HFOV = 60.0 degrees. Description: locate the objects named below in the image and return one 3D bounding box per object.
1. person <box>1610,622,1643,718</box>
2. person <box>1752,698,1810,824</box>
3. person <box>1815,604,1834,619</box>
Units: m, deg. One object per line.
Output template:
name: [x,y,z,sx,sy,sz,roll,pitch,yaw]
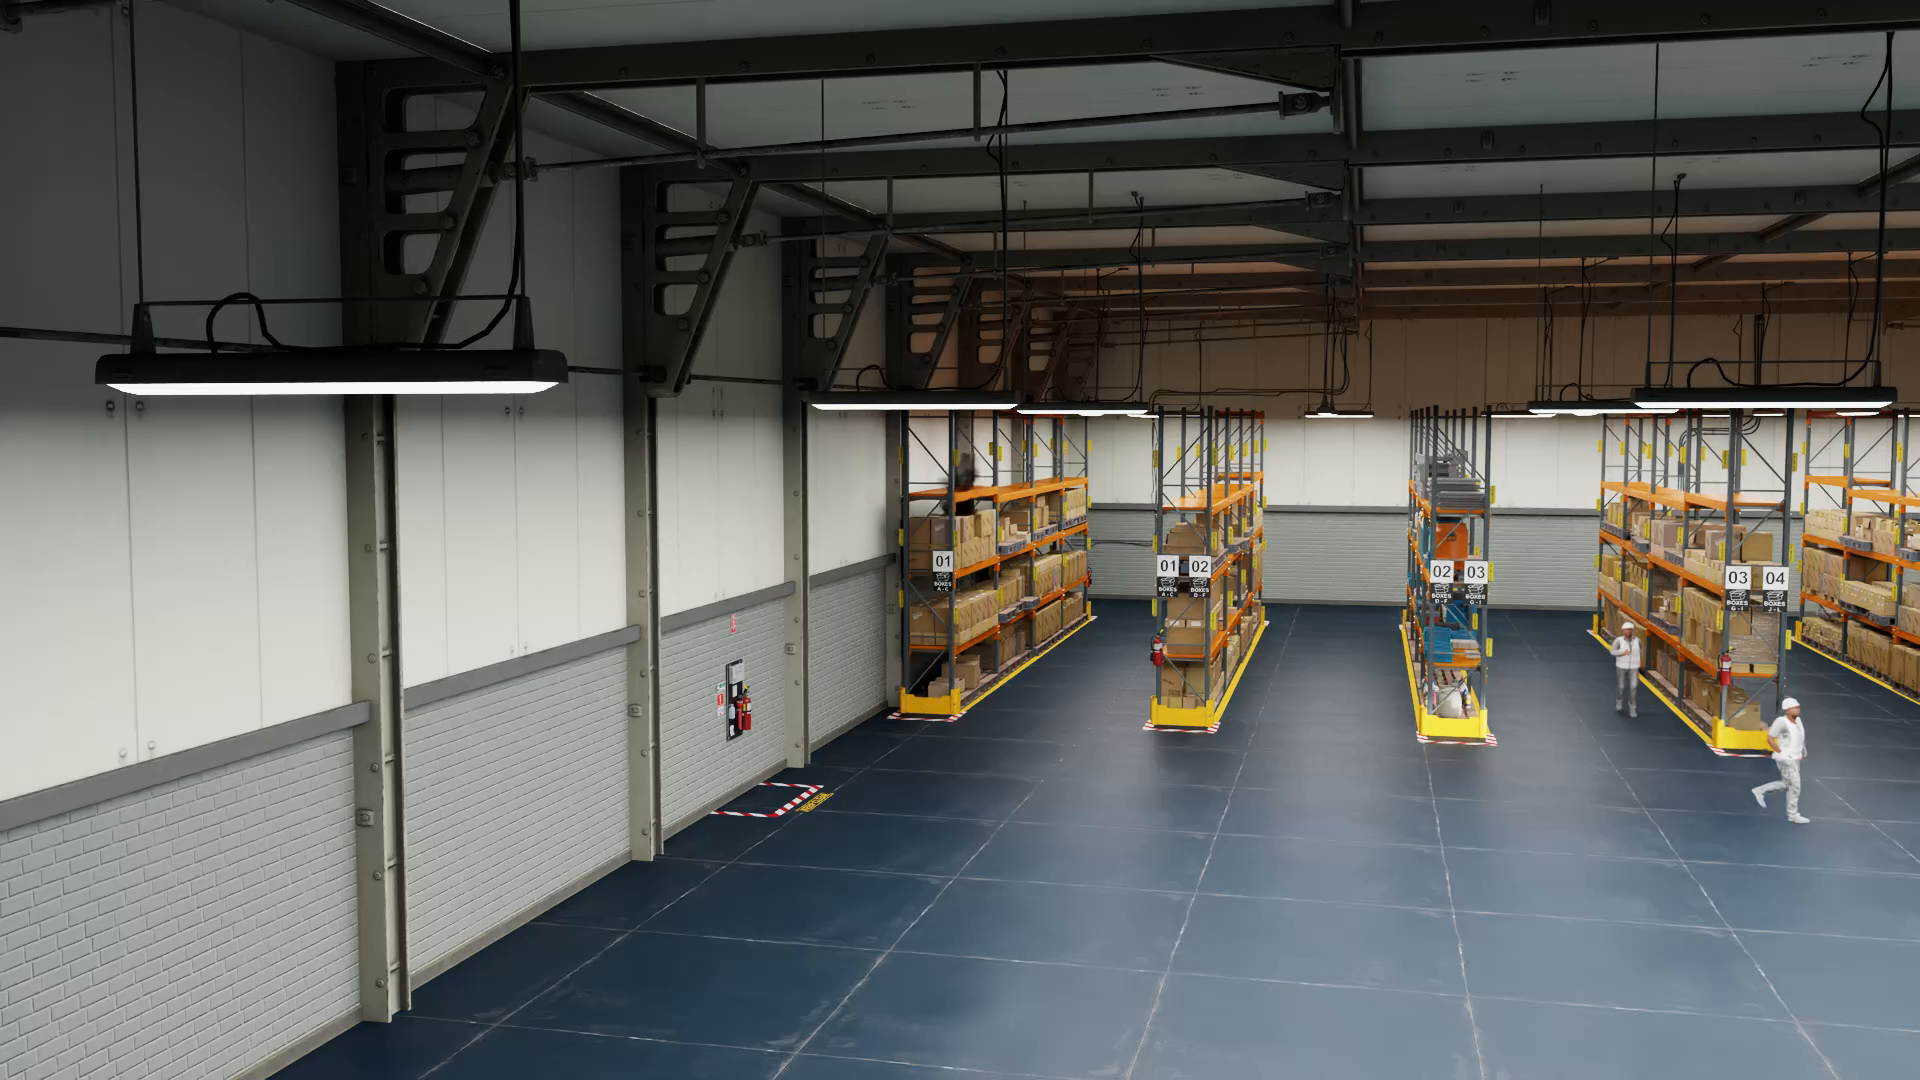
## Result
person: [12.984,2.503,32.388,0.658,1.828,0.828,1,4,12]
person: [11.784,3.126,23.819,0.679,1.772,0.831,-4,5,-41]
person: [23.043,1.704,44.255,0.700,1.795,0.716,3,5,39]
